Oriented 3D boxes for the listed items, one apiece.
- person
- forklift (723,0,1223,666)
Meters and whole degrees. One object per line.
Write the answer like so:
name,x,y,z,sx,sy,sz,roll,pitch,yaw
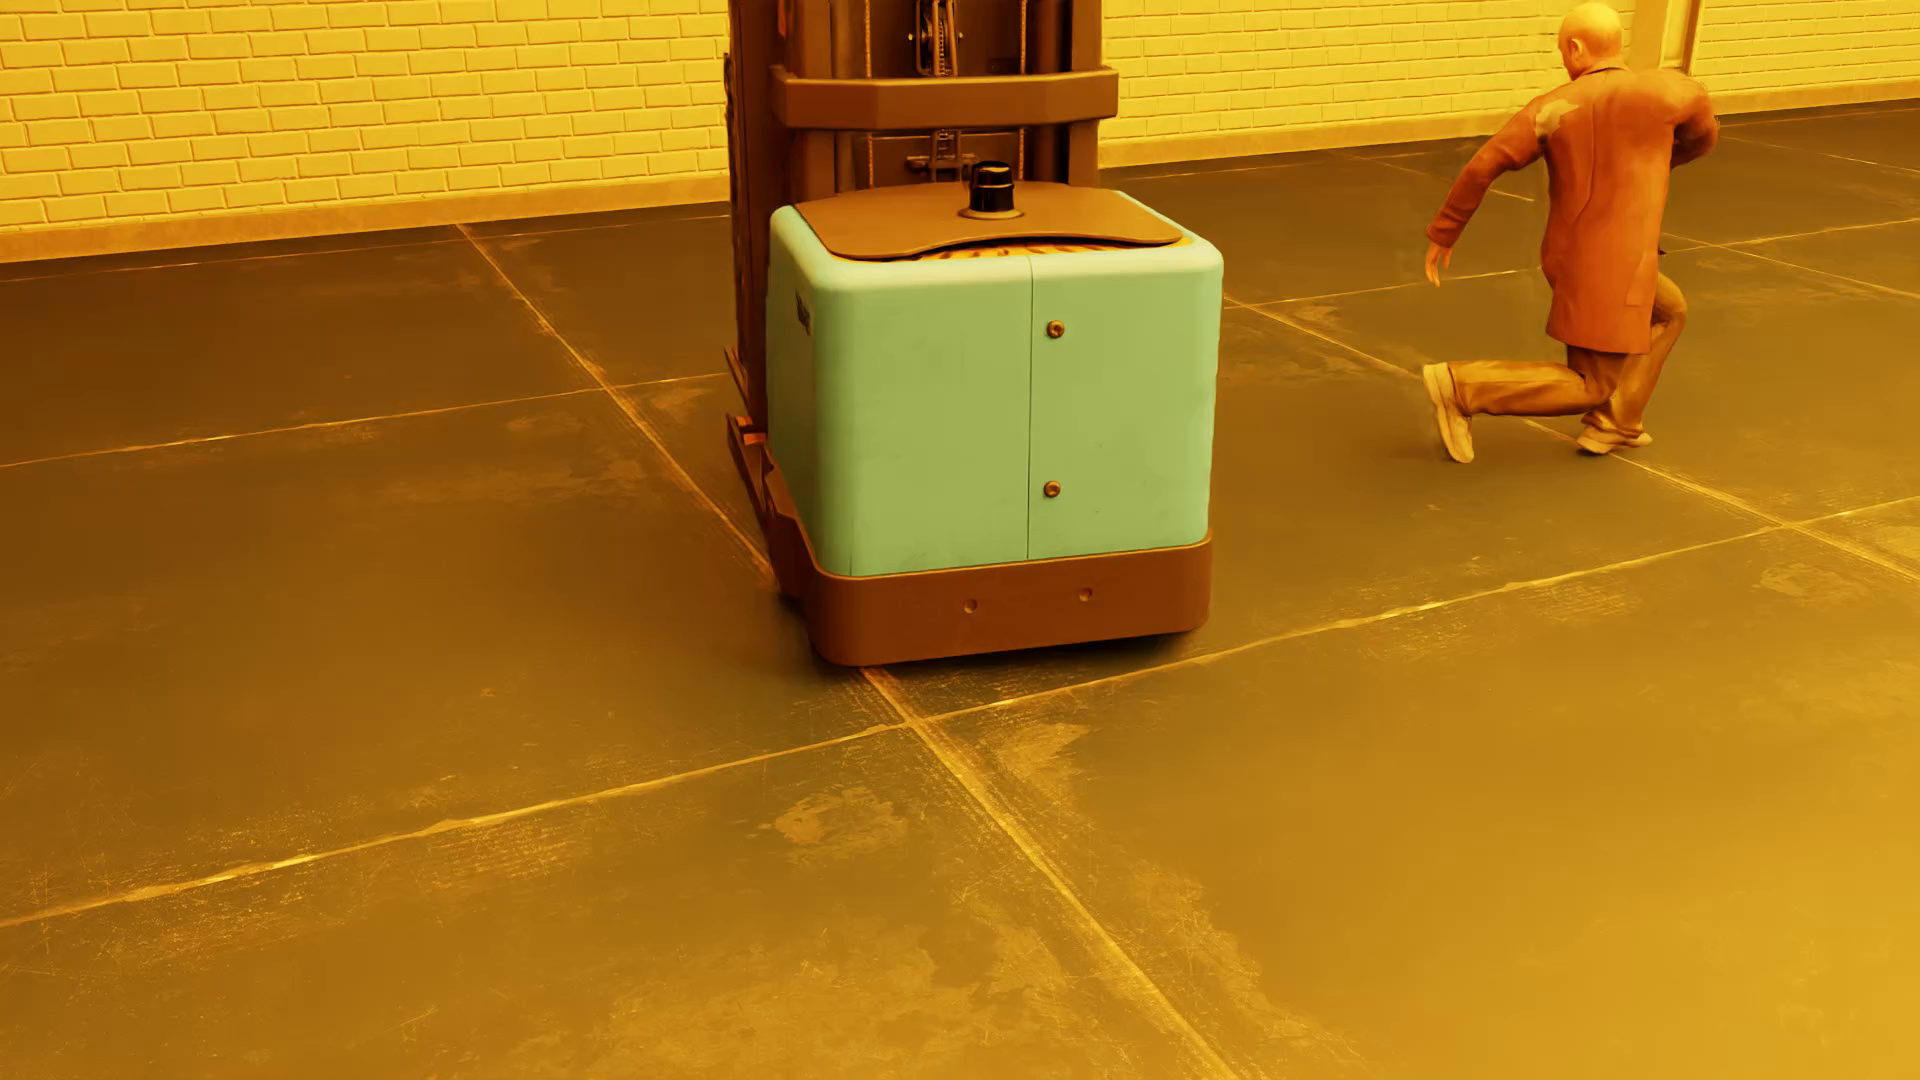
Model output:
person,2.040,-1.001,5.606,0.948,1.537,0.706,-9,24,-20
forklift,-0.185,-1.574,5.074,1.130,2.935,3.031,-5,23,-13
